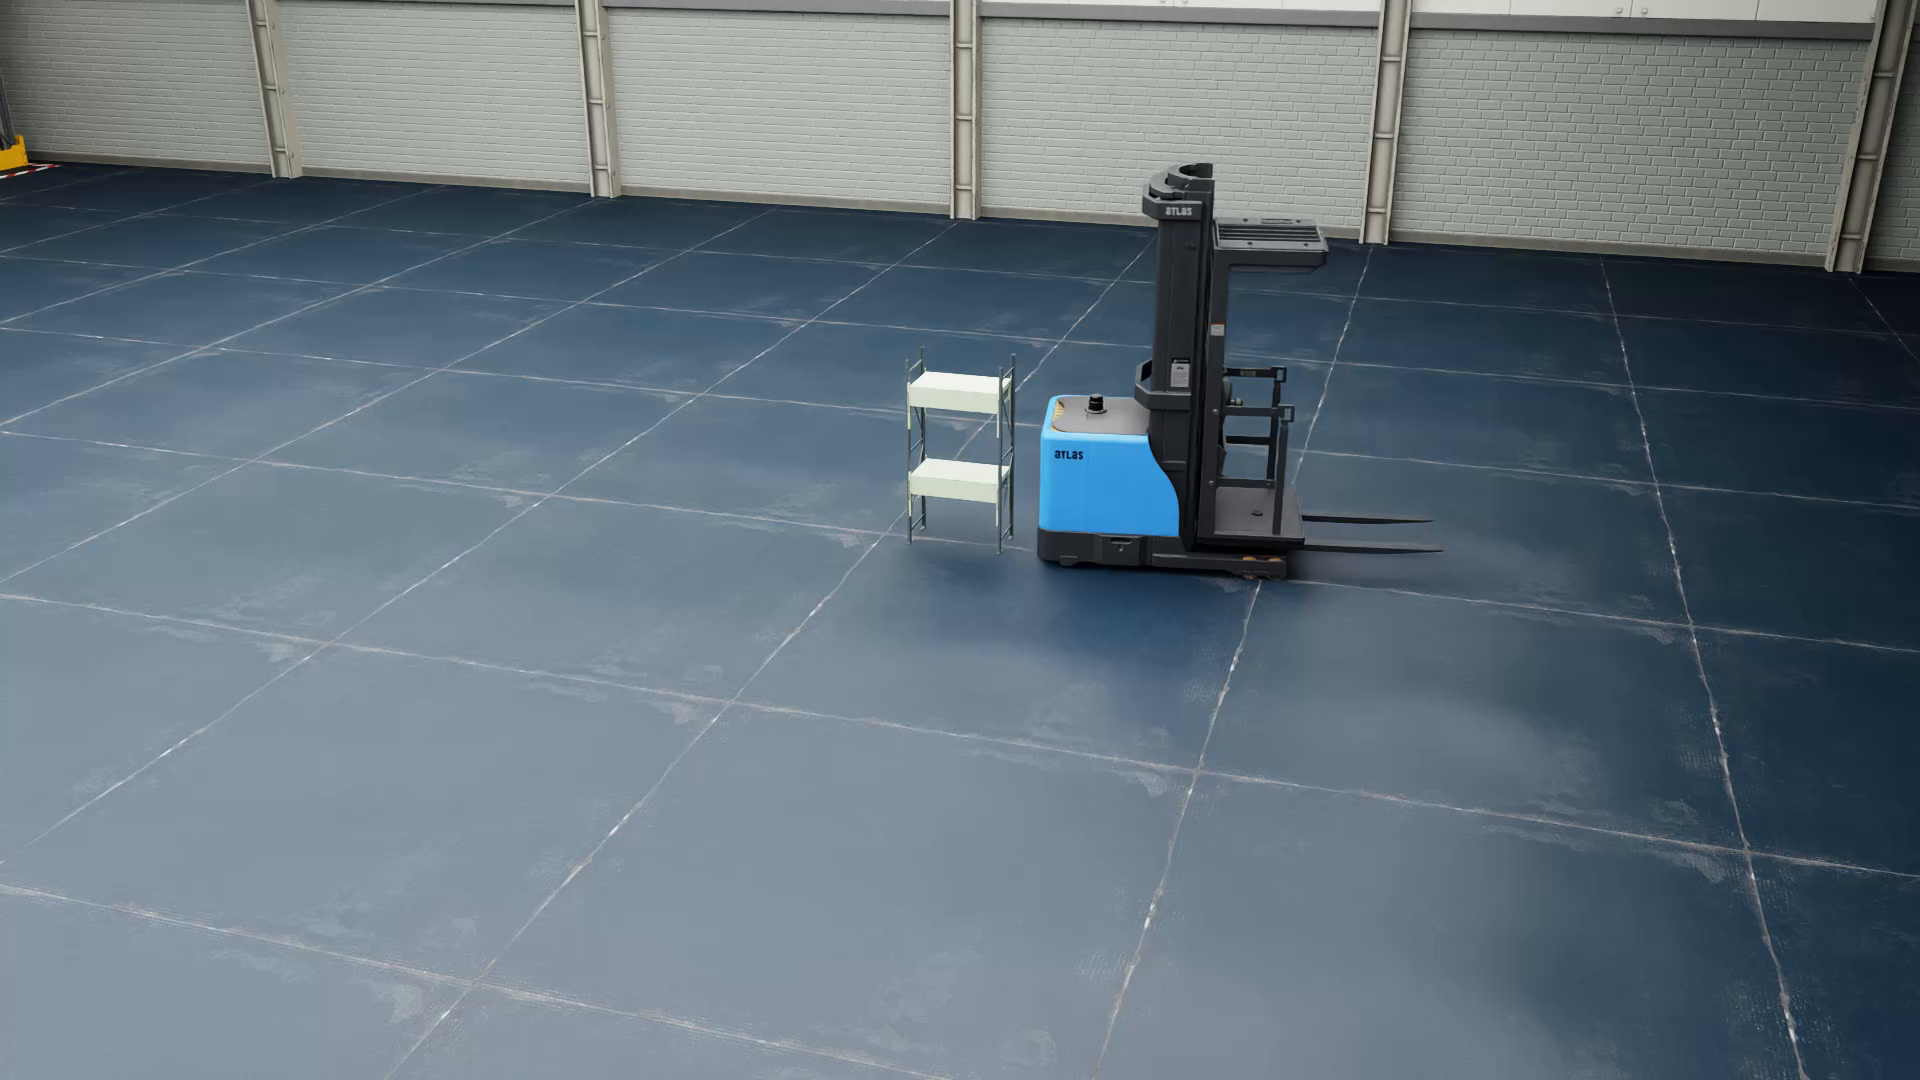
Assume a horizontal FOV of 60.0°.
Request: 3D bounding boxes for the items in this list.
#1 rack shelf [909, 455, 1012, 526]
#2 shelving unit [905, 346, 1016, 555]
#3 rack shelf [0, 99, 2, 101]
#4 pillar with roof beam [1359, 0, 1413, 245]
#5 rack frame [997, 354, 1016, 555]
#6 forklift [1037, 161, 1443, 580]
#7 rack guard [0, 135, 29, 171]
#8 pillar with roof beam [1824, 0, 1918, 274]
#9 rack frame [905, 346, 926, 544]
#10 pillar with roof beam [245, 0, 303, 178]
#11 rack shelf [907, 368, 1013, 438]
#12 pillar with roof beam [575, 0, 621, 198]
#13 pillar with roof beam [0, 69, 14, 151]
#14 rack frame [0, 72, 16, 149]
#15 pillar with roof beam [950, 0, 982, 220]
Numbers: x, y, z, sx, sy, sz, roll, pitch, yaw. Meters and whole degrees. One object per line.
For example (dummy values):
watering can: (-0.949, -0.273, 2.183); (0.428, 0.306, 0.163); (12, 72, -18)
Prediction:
rack shelf: (0.006, -0.392, 13.012); (0.720, 0.370, 0.431); (7, 23, 16)
shelving unit: (0.006, -0.693, 12.889); (0.755, 1.500, 0.431); (7, 23, 16)
rack shelf: (-18.655, -7.701, 28.944); (4.000, 0.370, 1.077); (7, 23, 16)
pillar with roof beam: (4.587, -6.799, 17.892); (0.400, 9.000, 9.100); (7, 23, 16)
rack frame: (0.357, -0.653, 12.791); (0.023, 1.500, 0.400); (7, 23, 16)
forklift: (2.143, -1.268, 12.404); (3.031, 2.935, 1.130); (3, 22, 6)
rack guard: (-16.717, -6.655, 28.741); (0.348, 0.500, 1.175); (7, 23, 16)
pillar with roof beam: (10.331, -6.141, 16.288); (0.400, 9.000, 9.100); (7, 23, 16)
rack frame: (-0.344, -0.733, 12.986); (0.023, 1.500, 0.400); (7, 23, 16)
pillar with roof beam: (-12.646, -8.772, 22.702); (0.400, 9.000, 9.100); (7, 23, 16)
rack shelf: (0.006, -1.054, 12.741); (0.720, 0.370, 0.431); (7, 23, 16)
pillar with roof beam: (-6.902, -8.114, 21.098); (0.400, 9.000, 9.100); (7, 23, 16)
pillar with roof beam: (-18.390, -9.429, 24.305); (0.400, 9.000, 9.100); (7, 23, 16)
rack frame: (-16.740, -7.814, 28.273); (0.127, 3.000, 1.000); (7, 23, 16)
pillar with roof beam: (-1.157, -7.456, 19.495); (0.400, 9.000, 9.100); (7, 23, 16)
